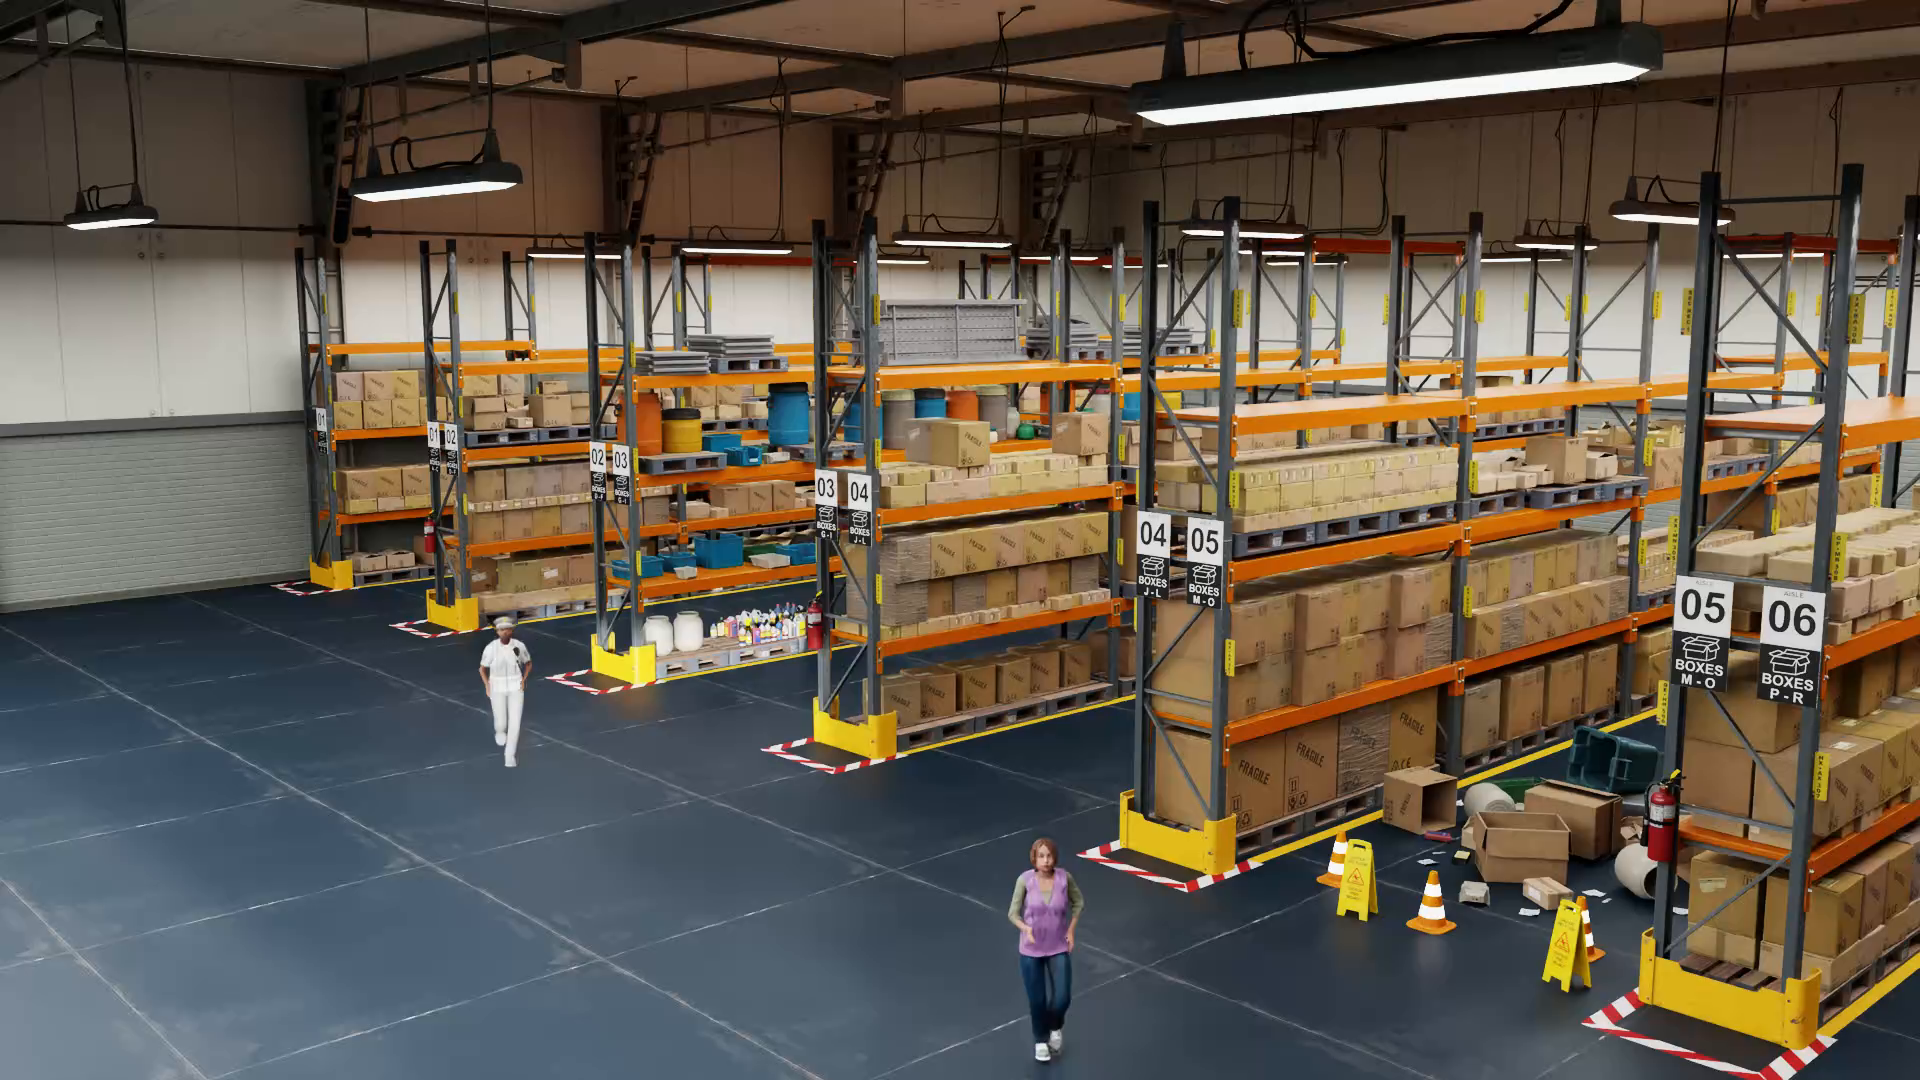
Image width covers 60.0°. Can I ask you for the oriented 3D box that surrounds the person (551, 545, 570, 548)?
[{"bbox_3d":[-6.937,0.099,29.140,0.605,1.614,0.824,8,11,42],"label":"person"}]

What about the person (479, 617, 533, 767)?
[{"bbox_3d":[-5.029,1.655,18.501,0.560,1.665,0.611,-3,9,-19],"label":"person"}]

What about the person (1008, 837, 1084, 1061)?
[{"bbox_3d":[0.583,2.770,11.133,0.524,1.558,0.537,0,8,-1],"label":"person"}]
